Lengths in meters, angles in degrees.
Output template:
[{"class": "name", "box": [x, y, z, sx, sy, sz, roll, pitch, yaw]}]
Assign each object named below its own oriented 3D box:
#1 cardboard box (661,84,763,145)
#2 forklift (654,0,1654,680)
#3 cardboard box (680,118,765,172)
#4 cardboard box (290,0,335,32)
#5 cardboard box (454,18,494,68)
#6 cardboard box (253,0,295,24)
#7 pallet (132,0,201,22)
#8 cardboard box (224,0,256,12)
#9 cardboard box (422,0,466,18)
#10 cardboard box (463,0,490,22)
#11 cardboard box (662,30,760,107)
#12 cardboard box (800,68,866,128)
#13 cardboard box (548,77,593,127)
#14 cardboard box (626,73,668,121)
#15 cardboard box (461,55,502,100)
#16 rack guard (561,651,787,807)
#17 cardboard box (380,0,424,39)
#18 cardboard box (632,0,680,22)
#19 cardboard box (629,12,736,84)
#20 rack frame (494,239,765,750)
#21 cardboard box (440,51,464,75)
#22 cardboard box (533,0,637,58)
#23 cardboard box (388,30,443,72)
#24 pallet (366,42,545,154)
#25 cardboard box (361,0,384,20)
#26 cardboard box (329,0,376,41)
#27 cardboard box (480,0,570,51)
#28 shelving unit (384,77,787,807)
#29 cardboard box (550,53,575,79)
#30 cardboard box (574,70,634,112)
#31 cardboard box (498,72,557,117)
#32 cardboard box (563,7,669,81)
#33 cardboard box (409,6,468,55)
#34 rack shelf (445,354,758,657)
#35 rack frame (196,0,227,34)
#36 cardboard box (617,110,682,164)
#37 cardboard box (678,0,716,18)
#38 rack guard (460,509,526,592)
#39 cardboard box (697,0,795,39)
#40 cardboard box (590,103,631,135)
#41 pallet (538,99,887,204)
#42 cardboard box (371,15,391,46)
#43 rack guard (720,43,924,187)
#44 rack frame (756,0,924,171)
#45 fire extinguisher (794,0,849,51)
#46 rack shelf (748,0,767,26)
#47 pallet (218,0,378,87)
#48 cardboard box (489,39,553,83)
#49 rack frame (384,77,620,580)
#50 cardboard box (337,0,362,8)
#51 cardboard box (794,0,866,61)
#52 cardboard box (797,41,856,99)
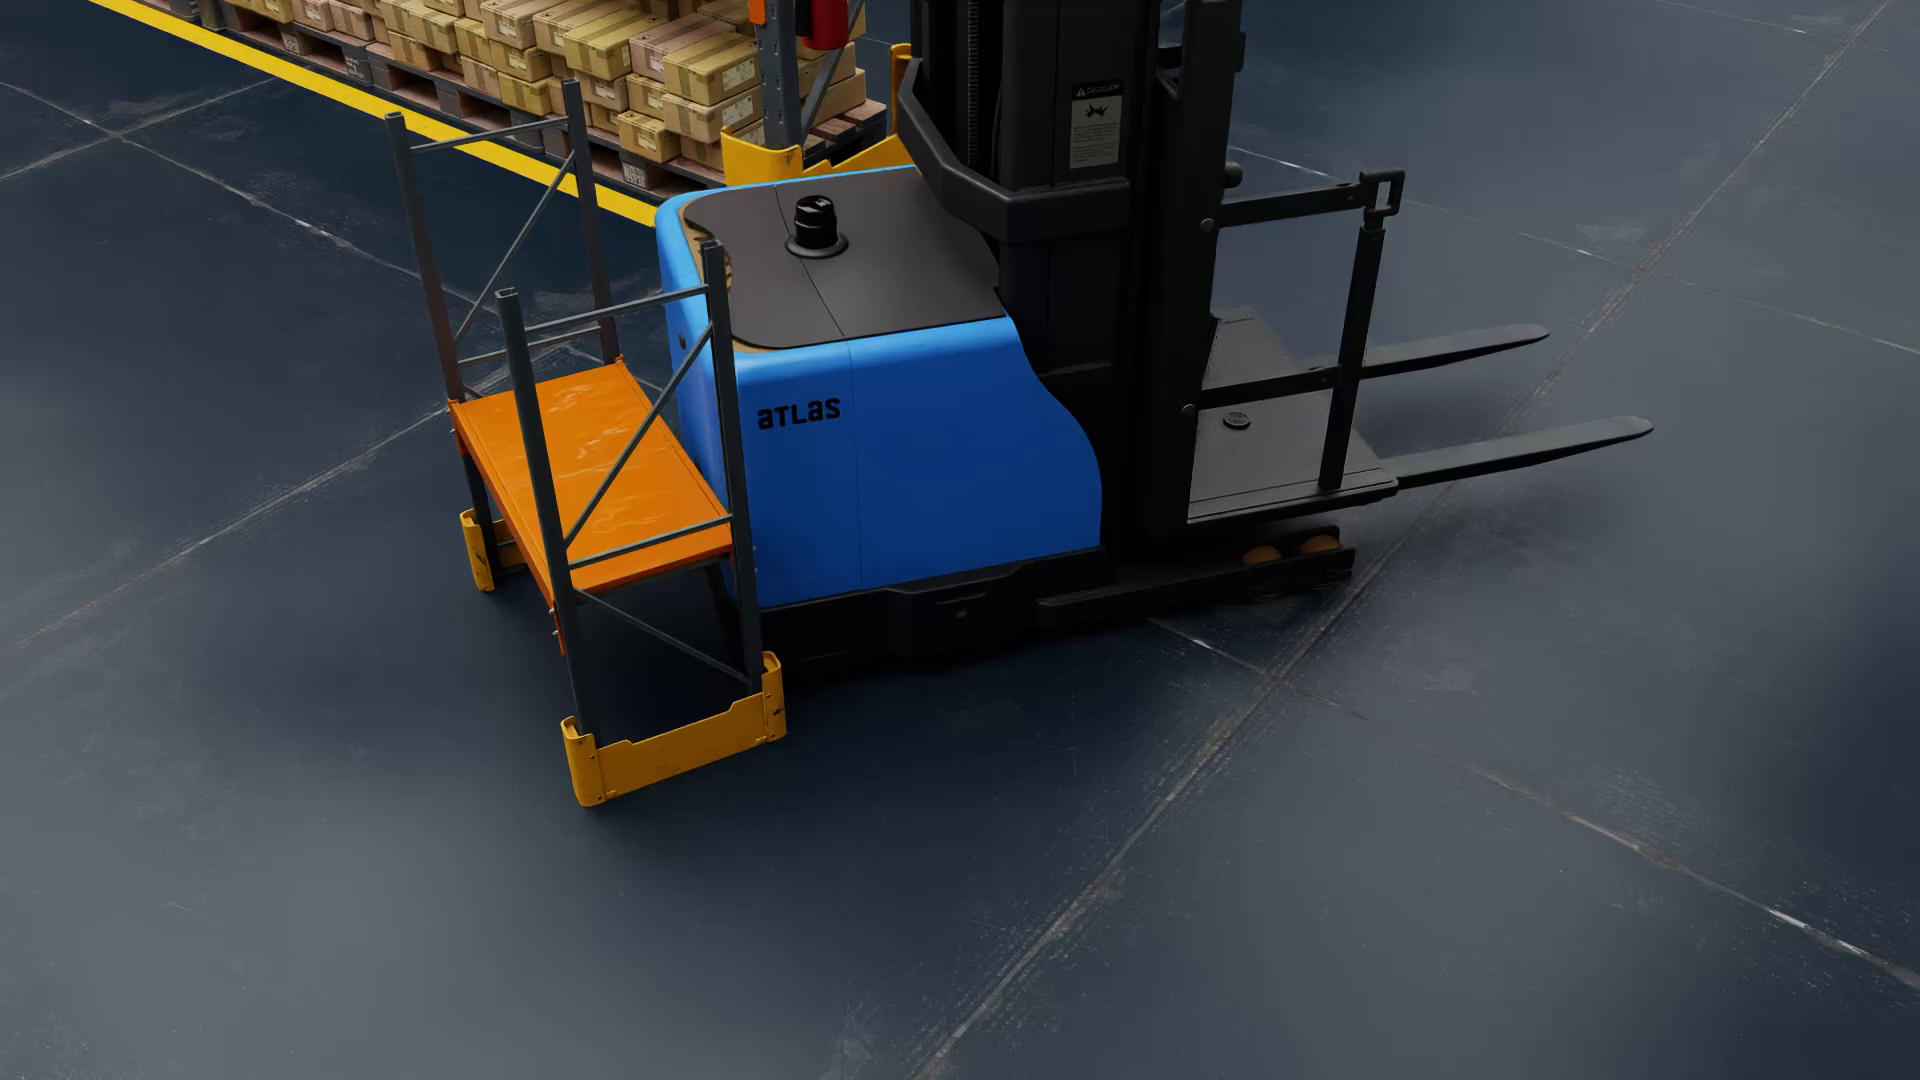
[{"class": "cardboard box", "box": [-1.000, -1.786, 6.828, 0.250, 0.149, 0.380, 24, 44, 27]}, {"class": "forklift", "box": [0.687, -1.272, 4.497, 3.031, 2.935, 1.130, -10, 39, -13]}, {"class": "cardboard box", "box": [-0.952, -1.706, 6.967, 0.250, 0.149, 0.380, 26, 45, 29]}, {"class": "cardboard box", "box": [-3.050, -2.648, 8.171, 0.250, 0.149, 0.380, 25, 44, 28]}, {"class": "cardboard box", "box": [-2.025, -2.272, 7.450, 0.250, 0.149, 0.380, 28, 46, 31]}, {"class": "cardboard box", "box": [-3.279, -2.715, 8.257, 0.250, 0.149, 0.380, 27, 45, 30]}, {"class": "pallet", "box": [-4.204, -3.259, 9.241, 1.213, 0.211, 1.003, 25, 45, 29]}, {"class": "cardboard box", "box": [-3.490, -2.815, 8.384, 0.250, 0.149, 0.380, 23, 44, 27]}, {"class": "cardboard box", "box": [-2.211, -2.515, 7.518, 0.250, 0.149, 0.380, 25, 45, 29]}, {"class": "cardboard box", "box": [-1.986, -2.431, 7.411, 0.250, 0.149, 0.380, 24, 44, 27]}, {"class": "cardboard box", "box": [-0.982, -1.919, 6.757, 0.250, 0.149, 0.380, 26, 45, 29]}, {"class": "cardboard box", "box": [-0.629, -1.964, 7.297, 0.250, 0.149, 0.380, 26, 45, 29]}, {"class": "cardboard box", "box": [-1.579, -1.980, 7.317, 0.250, 0.149, 0.380, 26, 45, 29]}, {"class": "cardboard box", "box": [-1.175, -1.910, 6.987, 0.250, 0.149, 0.380, 24, 44, 28]}, {"class": "cardboard box", "box": [-2.025, -2.157, 7.543, 0.250, 0.149, 0.380, 26, 45, 29]}, {"class": "rack guard", "box": [-0.748, 0.499, 4.410, 0.587, 0.250, 0.087, -18, 42, -22]}, {"class": "cardboard box", "box": [-2.441, -2.466, 7.698, 0.250, 0.149, 0.380, 25, 44, 28]}, {"class": "cardboard box", "box": [-1.279, -2.461, 7.450, 0.250, 0.149, 0.380, 23, 44, 27]}, {"class": "cardboard box", "box": [-1.146, -2.041, 6.913, 0.250, 0.149, 0.380, 26, 45, 29]}, {"class": "rack frame", "box": [-0.747, 0.007, 4.024, 0.500, 1.500, 0.032, -18, 42, -22]}, {"class": "cardboard box", "box": [-2.180, -2.288, 7.711, 0.250, 0.149, 0.380, 27, 45, 30]}, {"class": "cardboard box", "box": [-1.596, -2.204, 7.121, 0.250, 0.149, 0.380, 23, 44, 27]}, {"class": "cardboard box", "box": [-2.435, -2.349, 7.789, 0.250, 0.149, 0.380, 24, 44, 27]}, {"class": "pallet", "box": [-2.056, -2.277, 7.987, 1.213, 0.211, 1.003, 25, 45, 29]}, {"class": "cardboard box", "box": [-2.603, -2.592, 7.858, 0.250, 0.149, 0.380, 27, 46, 30]}, {"class": "cardboard box", "box": [-2.818, -2.577, 8.080, 0.250, 0.149, 0.380, 24, 44, 28]}, {"class": "cardboard box", "box": [-1.844, -2.278, 7.215, 0.250, 0.149, 0.380, 27, 45, 30]}, {"class": "shelving unit", "box": [-0.981, -0.265, 4.371, 0.587, 1.500, 1.083, -18, 42, -22]}, {"class": "cardboard box", "box": [-1.565, -2.131, 7.269, 0.250, 0.149, 0.380, 25, 44, 28]}, {"class": "cardboard box", "box": [-1.414, -1.980, 7.076, 0.250, 0.149, 0.380, 23, 44, 27]}, {"class": "cardboard box", "box": [-1.820, -2.045, 7.400, 0.250, 0.149, 0.380, 23, 44, 27]}, {"class": "cardboard box", "box": [-1.429, -2.076, 6.958, 0.250, 0.149, 0.380, 24, 44, 28]}, {"class": "cardboard box", "box": [-2.261, -2.362, 7.564, 0.250, 0.149, 0.380, 26, 45, 29]}, {"class": "rack shelf", "box": [-0.985, -0.128, 4.488, 0.538, 0.185, 1.000, -18, 42, -22]}, {"class": "rack frame", "box": [-3.584, -4.066, 8.010, 0.127, 3.000, 1.000, 25, 45, 29]}, {"class": "cardboard box", "box": [-1.218, -1.752, 7.027, 0.250, 0.149, 0.380, 27, 45, 30]}, {"class": "cardboard box", "box": [-1.031, -2.409, 7.383, 0.250, 0.149, 0.380, 25, 45, 28]}, {"class": "rack guard", "box": [-1.214, -0.044, 5.103, 0.587, 0.250, 0.087, -18, 42, -22]}, {"class": "cardboard box", "box": [-0.909, -2.252, 7.182, 0.250, 0.149, 0.380, 26, 45, 29]}, {"class": "cardboard box", "box": [-1.375, -1.894, 7.207, 0.250, 0.149, 0.380, 25, 44, 28]}, {"class": "pallet", "box": [-1.091, -1.820, 7.403, 1.213, 0.211, 1.003, 25, 45, 29]}, {"class": "cardboard box", "box": [-2.583, -2.494, 7.974, 0.250, 0.149, 0.380, 23, 44, 27]}, {"class": "rack guard", "box": [-0.467, -1.612, 6.904, 0.348, 0.500, 1.175, 25, 45, 29]}, {"class": "rack frame", "box": [-0.407, -2.568, 6.097, 0.127, 3.000, 1.000, 25, 45, 29]}, {"class": "fire extinguisher", "box": [-0.487, -2.070, 5.826, 0.183, 0.674, 0.296, 25, 45, 29]}, {"class": "rack shelf", "box": [-1.996, -3.034, 7.275, 4.000, 0.370, 1.077, 25, 45, 29]}, {"class": "pallet", "box": [-3.029, -2.734, 8.571, 1.213, 0.211, 1.003, 25, 45, 29]}, {"class": "cardboard box", "box": [-1.833, -2.167, 7.315, 0.250, 0.149, 0.380, 26, 45, 29]}, {"class": "rack frame", "box": [-1.223, -0.546, 4.731, 0.500, 1.500, 0.032, -18, 42, -22]}, {"class": "cardboard box", "box": [-2.807, -2.707, 8.004, 0.250, 0.149, 0.380, 23, 44, 26]}, {"class": "cardboard box", "box": [-0.617, -2.208, 7.126, 0.250, 0.149, 0.380, 23, 44, 27]}, {"class": "cardboard box", "box": [-0.667, -2.050, 7.166, 0.250, 0.149, 0.380, 27, 46, 30]}]
